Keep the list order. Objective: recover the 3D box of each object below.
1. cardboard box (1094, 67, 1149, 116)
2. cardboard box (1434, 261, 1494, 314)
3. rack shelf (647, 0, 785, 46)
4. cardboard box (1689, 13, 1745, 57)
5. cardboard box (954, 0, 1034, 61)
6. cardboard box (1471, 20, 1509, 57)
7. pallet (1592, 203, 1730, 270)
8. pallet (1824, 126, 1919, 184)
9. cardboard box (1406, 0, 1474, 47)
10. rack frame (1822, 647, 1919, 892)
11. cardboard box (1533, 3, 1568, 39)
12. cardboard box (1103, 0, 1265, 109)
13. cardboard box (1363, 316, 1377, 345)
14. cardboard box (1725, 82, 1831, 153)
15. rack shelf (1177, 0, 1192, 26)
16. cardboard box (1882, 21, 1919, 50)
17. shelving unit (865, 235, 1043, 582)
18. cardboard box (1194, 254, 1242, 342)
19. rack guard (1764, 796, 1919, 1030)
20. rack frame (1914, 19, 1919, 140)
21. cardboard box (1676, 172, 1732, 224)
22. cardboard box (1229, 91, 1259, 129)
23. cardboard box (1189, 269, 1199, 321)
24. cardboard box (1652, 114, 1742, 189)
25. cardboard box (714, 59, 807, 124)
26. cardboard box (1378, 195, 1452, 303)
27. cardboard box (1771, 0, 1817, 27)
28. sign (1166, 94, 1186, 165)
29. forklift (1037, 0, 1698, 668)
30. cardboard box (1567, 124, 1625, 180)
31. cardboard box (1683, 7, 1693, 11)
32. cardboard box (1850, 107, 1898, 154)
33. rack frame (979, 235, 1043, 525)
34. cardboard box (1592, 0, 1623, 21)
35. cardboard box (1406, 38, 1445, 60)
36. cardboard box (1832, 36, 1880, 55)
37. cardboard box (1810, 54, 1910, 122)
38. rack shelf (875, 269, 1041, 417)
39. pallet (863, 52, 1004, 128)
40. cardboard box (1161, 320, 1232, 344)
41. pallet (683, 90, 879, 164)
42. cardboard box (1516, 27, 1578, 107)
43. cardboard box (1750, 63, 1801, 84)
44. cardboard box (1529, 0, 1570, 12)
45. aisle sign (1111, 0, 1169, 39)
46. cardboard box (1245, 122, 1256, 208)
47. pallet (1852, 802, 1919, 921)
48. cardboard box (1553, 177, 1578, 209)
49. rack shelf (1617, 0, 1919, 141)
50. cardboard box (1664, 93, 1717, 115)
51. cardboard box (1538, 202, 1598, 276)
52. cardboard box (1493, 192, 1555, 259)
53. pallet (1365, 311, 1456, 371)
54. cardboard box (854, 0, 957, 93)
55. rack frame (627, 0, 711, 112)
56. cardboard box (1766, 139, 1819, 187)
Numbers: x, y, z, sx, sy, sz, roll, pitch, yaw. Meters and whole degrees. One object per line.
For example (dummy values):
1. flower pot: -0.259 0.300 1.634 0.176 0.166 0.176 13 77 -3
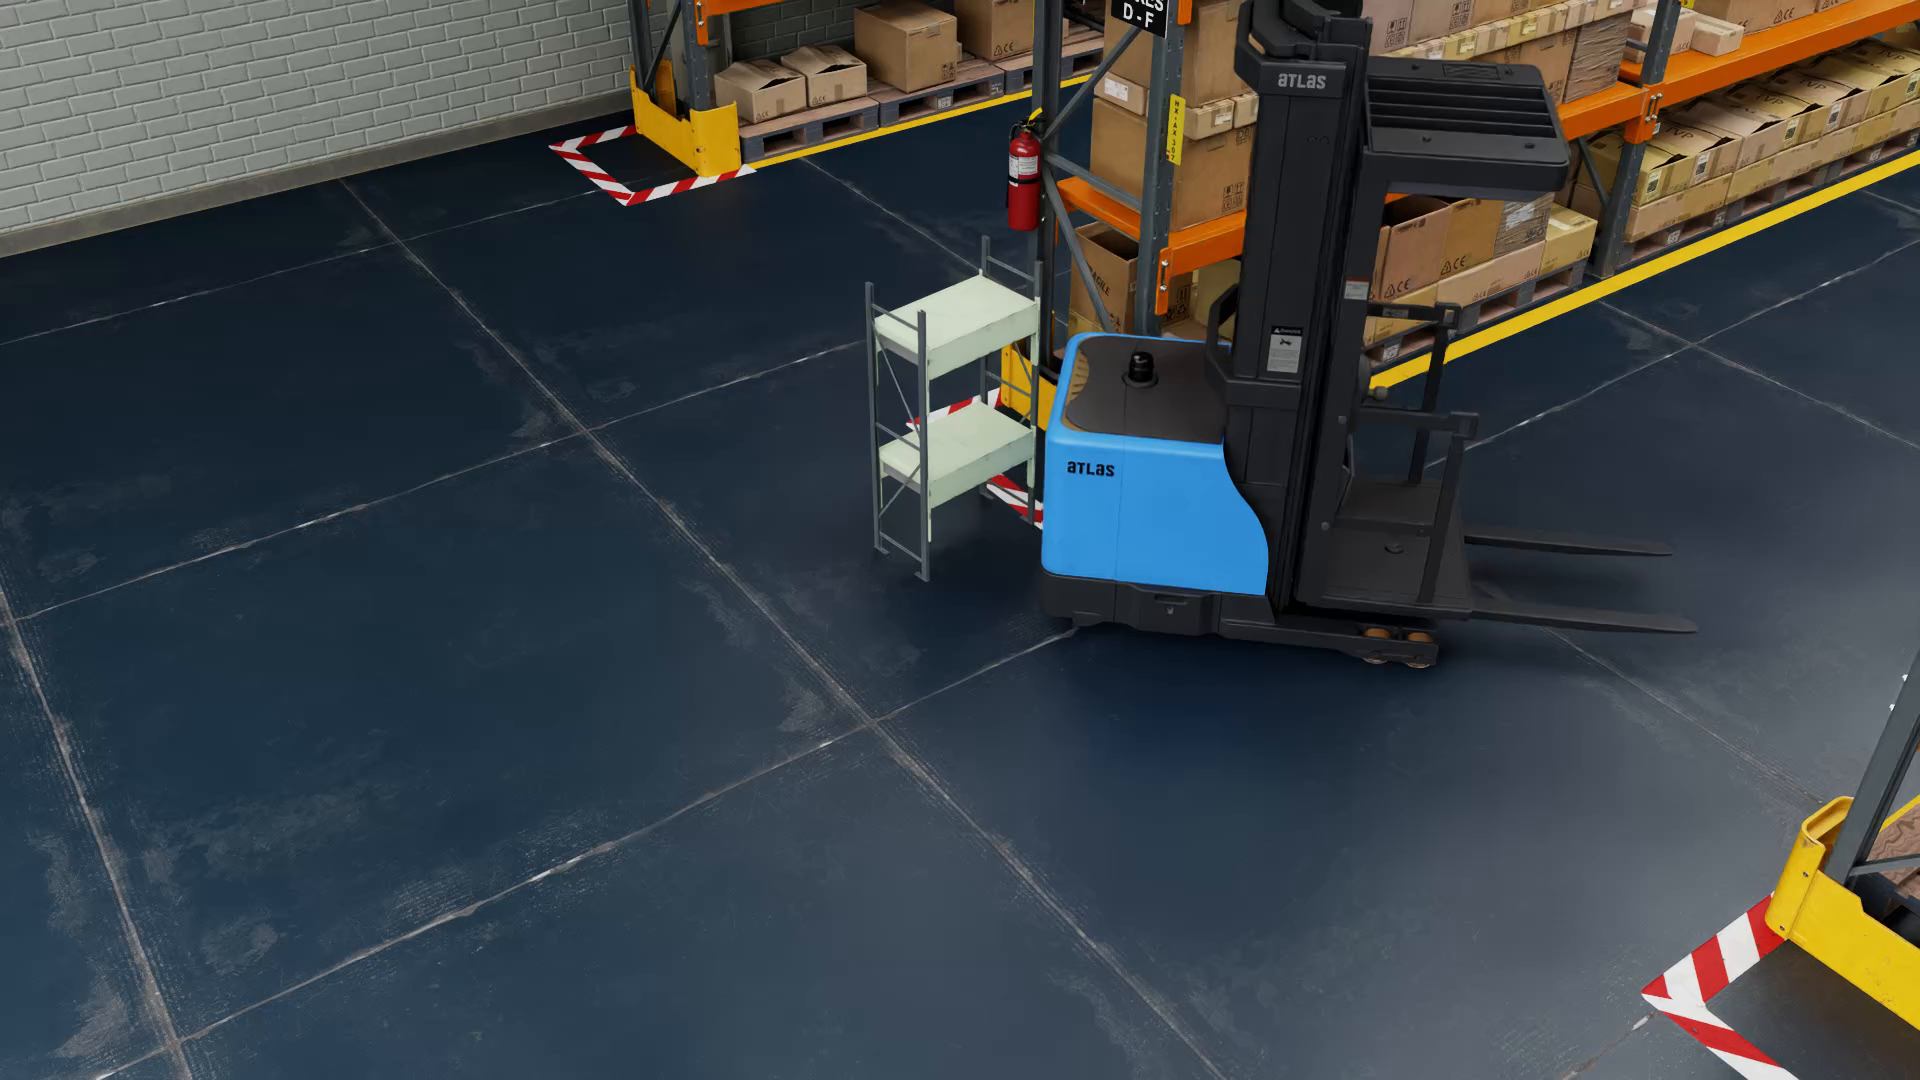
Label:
1. cardboard box: 0.911 -2.354 8.626 0.250 0.149 0.380 -23 42 -29
2. cardboard box: 2.911 -1.631 10.258 0.500 0.250 0.500 -22 41 -28
3. rack shelf: -0.513 -4.574 12.970 4.000 0.370 1.077 -22 41 -28
4. cardboard box: 4.820 -3.274 10.762 0.250 0.149 0.380 -22 41 -28
5. cardboard box: 0.296 -4.335 13.785 0.500 0.500 0.500 -26 43 -31
6. cardboard box: 2.841 -2.860 9.330 0.250 0.149 0.380 -21 41 -27
7. pallet: 4.558 -2.310 11.595 1.213 0.211 1.003 -22 41 -28
8. pallet: 6.553 -3.131 12.736 1.213 0.211 1.003 -22 41 -28
9. cardboard box: 2.389 -3.085 9.086 0.500 0.500 0.700 -22 41 -28
10. rack frame: 3.559 0.535 5.251 0.127 3.000 1.000 -22 41 -28
11. cardboard box: 3.249 -3.026 9.560 0.250 0.149 0.380 -22 41 -28
12. cardboard box: 1.141 -2.567 8.366 0.500 0.500 0.700 -22 41 -28
13. cardboard box: 2.091 -1.297 9.793 0.500 0.250 0.500 -22 41 -28
14. cardboard box: 5.716 -2.996 11.675 0.500 0.311 0.500 -21 41 -27
15. rack shelf: 2.344 -3.429 8.809 4.000 0.370 1.077 -22 41 -28
16. cardboard box: 7.877 -4.112 13.476 0.500 0.500 0.500 -21 41 -26
17. shelving unit: -0.023 -0.633 8.159 0.755 1.500 0.431 -28 44 -33
18. cardboard box: 1.683 -1.433 9.339 0.500 0.500 0.500 -22 41 -28
19. rack guard: 3.594 1.502 6.047 0.348 0.500 1.175 -22 41 -28
20. rack frame: 7.248 -4.521 12.281 0.127 3.000 1.000 -22 41 -28
21. cardboard box: 4.869 -2.419 11.353 0.500 0.250 0.500 -21 41 -27
22. cardboard box: 1.368 -2.254 8.487 0.250 0.149 0.380 -24 42 -29
23. cardboard box: 1.379 -1.380 9.908 0.500 0.250 0.500 -22 41 -28
24. cardboard box: 4.872 -2.644 11.185 0.500 0.311 0.500 -23 42 -28
25. cardboard box: -1.531 -3.470 12.746 0.500 0.311 0.500 -28 44 -33
26. cardboard box: 2.503 -1.767 9.804 0.500 0.500 0.500 -22 41 -28
27. cardboard box: 5.455 -3.813 11.210 0.500 0.500 0.500 -22 41 -28
28. sign: 1.024 -1.947 7.893 0.005 0.325 0.100 -22 41 -28
29. forklift: 1.937 -0.930 7.346 3.031 2.935 1.130 6 36 8
30. cardboard box: 4.144 -2.731 11.306 0.500 0.311 0.500 -22 41 -28
31. cardboard box: 4.591 -3.505 10.983 0.258 0.266 0.396 -23 42 -29
32. cardboard box: 6.539 -3.107 12.310 0.500 0.250 0.500 -23 42 -28
33. rack frame: 0.247 -0.777 8.359 0.023 1.500 0.400 -28 44 -33
34. cardboard box: 3.676 -3.204 9.808 0.250 0.149 0.380 -23 42 -29
35. cardboard box: 2.410 -2.680 9.080 0.250 0.149 0.380 -22 41 -27
36. cardboard box: 6.651 -3.767 12.747 0.500 0.311 0.500 -21 41 -26
37. cardboard box: 6.541 -3.332 12.142 0.500 0.311 0.500 -23 42 -29
38. rack shelf: -0.023 -0.950 7.931 0.720 0.370 0.431 -28 44 -33
39. pallet: -0.405 -3.751 13.599 1.213 0.211 1.003 -22 41 -28
40. cardboard box: 1.275 -0.959 9.323 0.500 0.250 0.500 -22 41 -28
41. pallet: -1.401 -3.343 13.031 1.213 0.211 1.003 -22 41 -28
42. cardboard box: 3.192 -2.884 9.918 0.500 0.500 0.700 -23 42 -28
43. cardboard box: 5.808 -3.416 12.259 0.500 0.311 0.500 -24 42 -29
44. cardboard box: 3.207 -3.420 9.553 0.500 0.500 0.700 -22 41 -28
45. aisle sign: 0.831 -2.718 7.547 0.004 0.787 0.394 -22 41 -28
46. cardboard box: 1.524 -2.201 8.969 0.500 0.500 0.700 -21 41 -27
47. pallet: 4.261 1.348 6.508 1.213 0.211 1.003 -22 41 -28
48. cardboard box: 4.150 -2.508 11.477 0.500 0.250 0.500 -23 42 -28
49. rack shelf: 5.613 -3.557 11.556 4.000 0.370 1.077 -22 41 -28
50. cardboard box: 4.975 -3.076 11.786 0.500 0.311 0.500 -22 41 -28
51. cardboard box: 3.725 -1.970 10.729 0.500 0.250 0.500 -22 41 -28
52. cardboard box: 3.310 -2.112 10.284 0.500 0.500 0.500 -22 41 -28
53. pallet: 2.306 -1.384 10.306 1.213 0.211 1.003 -22 41 -28
54. cardboard box: -0.436 -3.962 13.267 0.500 0.500 0.700 -25 43 -31
55. rack frame: -2.148 -4.194 11.825 0.127 3.000 1.000 -22 41 -28
56. cardboard box: 5.707 -2.765 11.834 0.500 0.250 0.500 -22 41 -27
